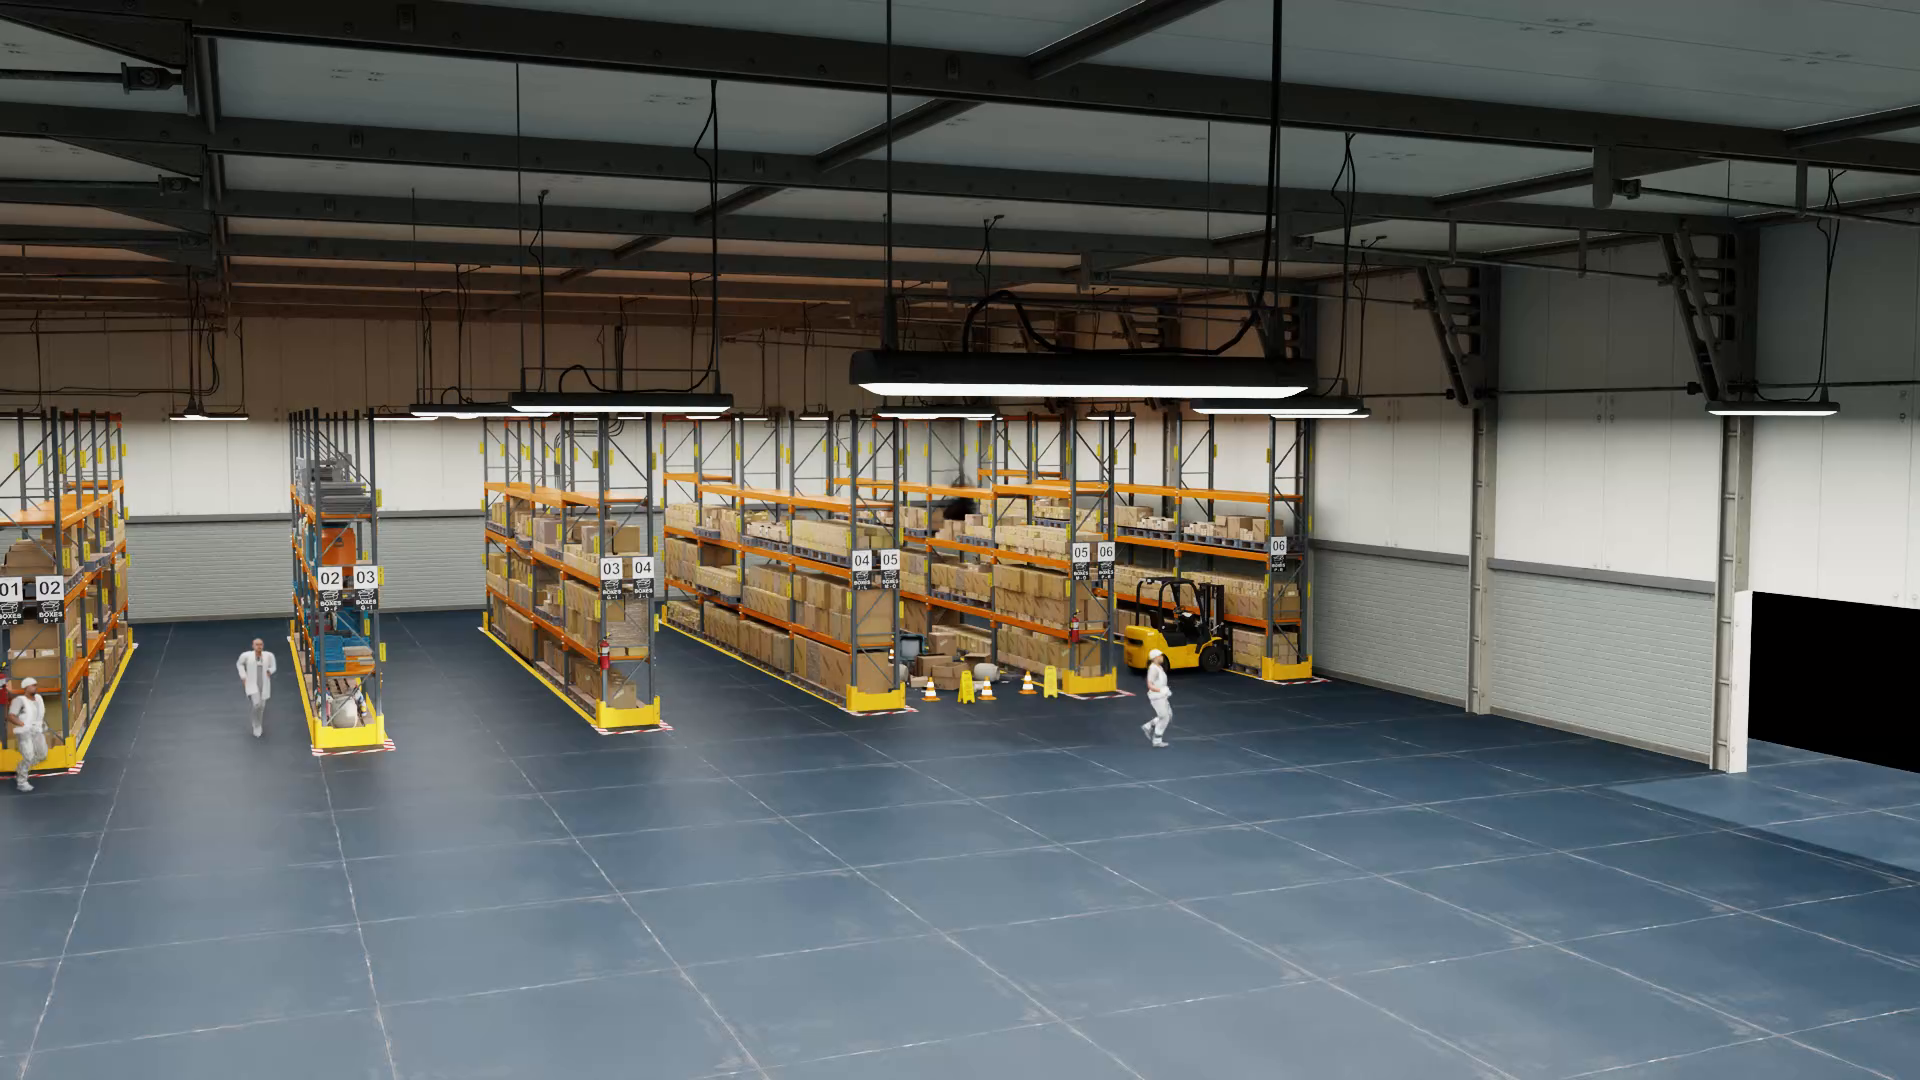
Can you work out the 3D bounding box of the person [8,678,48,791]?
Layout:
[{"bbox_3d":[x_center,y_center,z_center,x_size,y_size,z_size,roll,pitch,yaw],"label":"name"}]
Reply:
[{"bbox_3d":[-14.607,3.034,26.142,0.598,1.748,0.728,1,4,15],"label":"person"}]

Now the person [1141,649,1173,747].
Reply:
[{"bbox_3d":[3.497,2.792,29.413,0.615,1.738,0.652,1,4,18],"label":"person"}]

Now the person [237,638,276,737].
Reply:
[{"bbox_3d":[-12.928,2.709,30.638,0.613,1.814,0.903,-3,5,-39],"label":"person"}]
